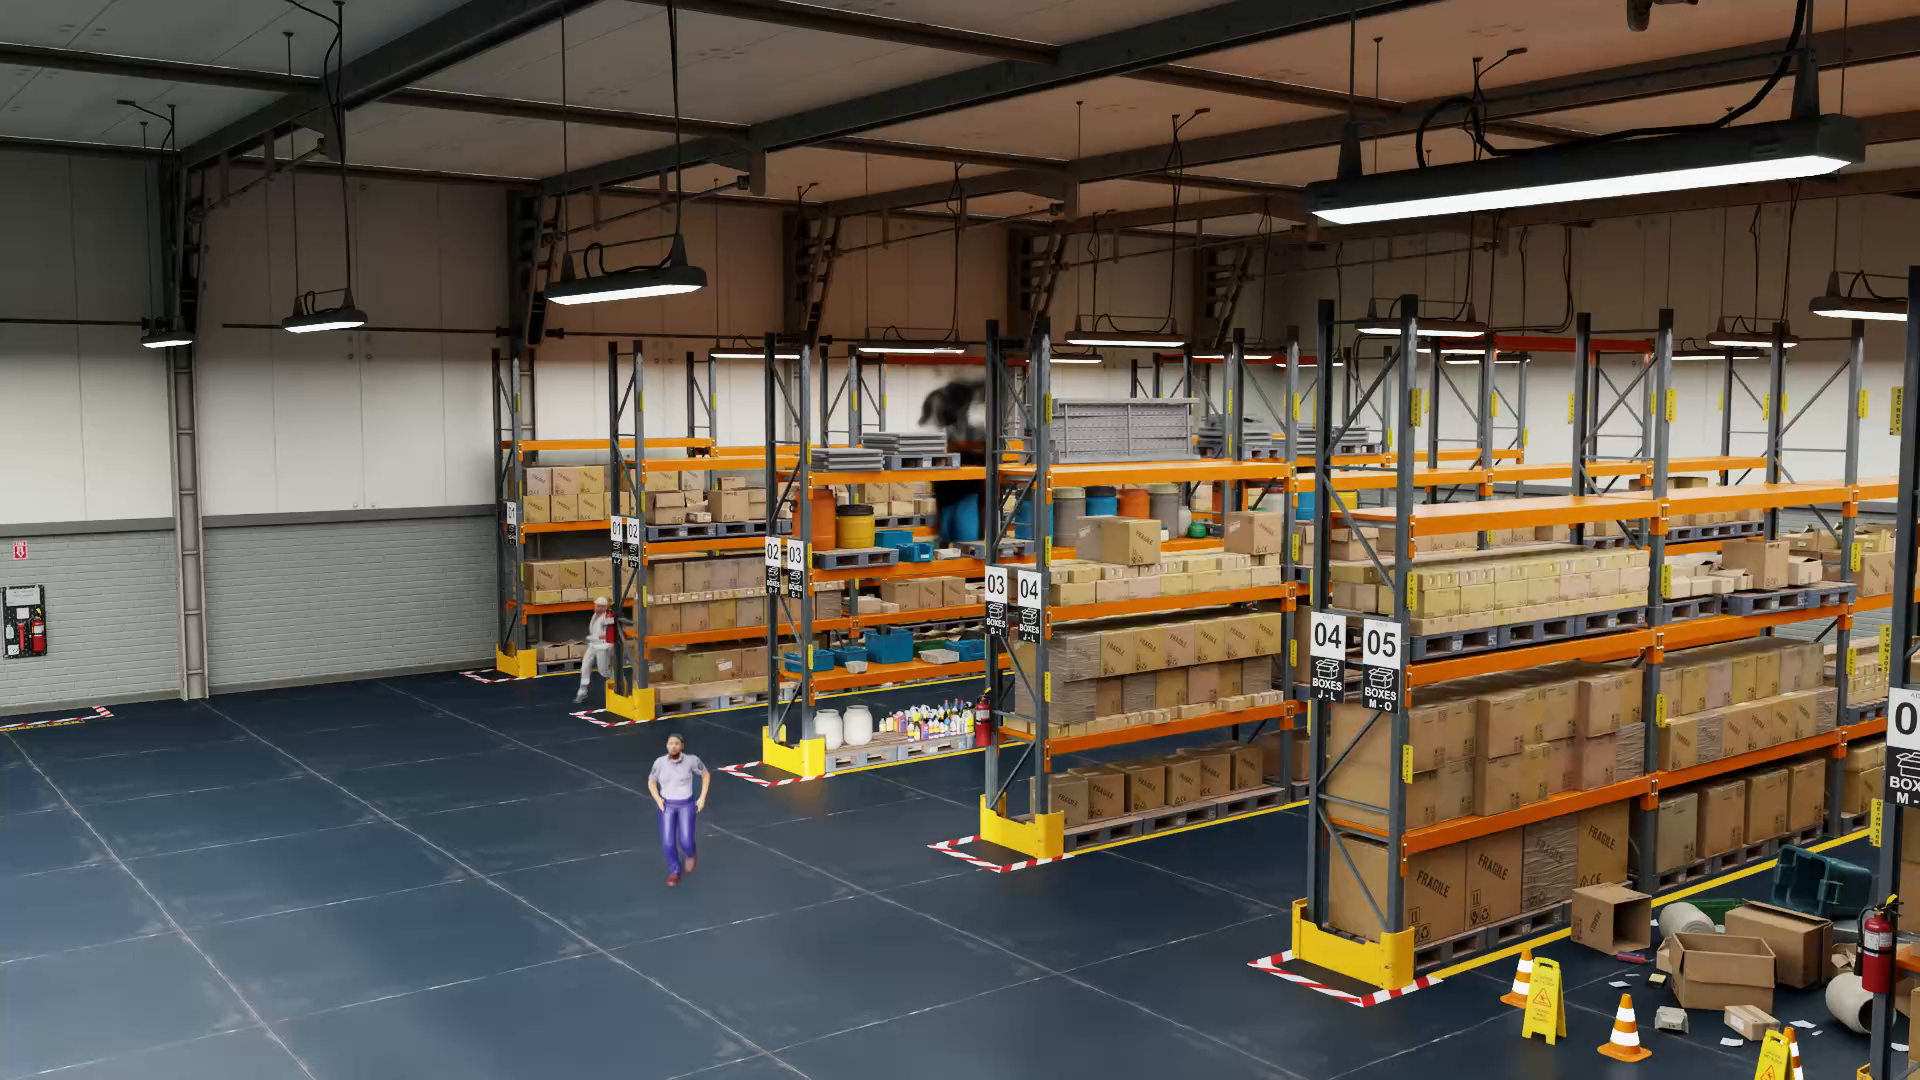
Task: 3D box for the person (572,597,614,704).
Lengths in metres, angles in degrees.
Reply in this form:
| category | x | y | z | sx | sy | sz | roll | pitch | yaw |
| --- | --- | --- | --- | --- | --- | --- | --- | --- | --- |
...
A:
| category | x | y | z | sx | sy | sz | roll | pitch | yaw |
| --- | --- | --- | --- | --- | --- | --- | --- | --- | --- |
| person | -6.017 | 1.836 | 27.927 | 0.693 | 1.796 | 0.938 | 5 | 7 | 43 |

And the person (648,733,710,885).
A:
| category | x | y | z | sx | sy | sz | roll | pitch | yaw |
| --- | --- | --- | --- | --- | --- | --- | --- | --- | --- |
| person | -2.972 | 2.832 | 17.548 | 0.640 | 1.606 | 0.534 | 0 | 5 | -3 |
